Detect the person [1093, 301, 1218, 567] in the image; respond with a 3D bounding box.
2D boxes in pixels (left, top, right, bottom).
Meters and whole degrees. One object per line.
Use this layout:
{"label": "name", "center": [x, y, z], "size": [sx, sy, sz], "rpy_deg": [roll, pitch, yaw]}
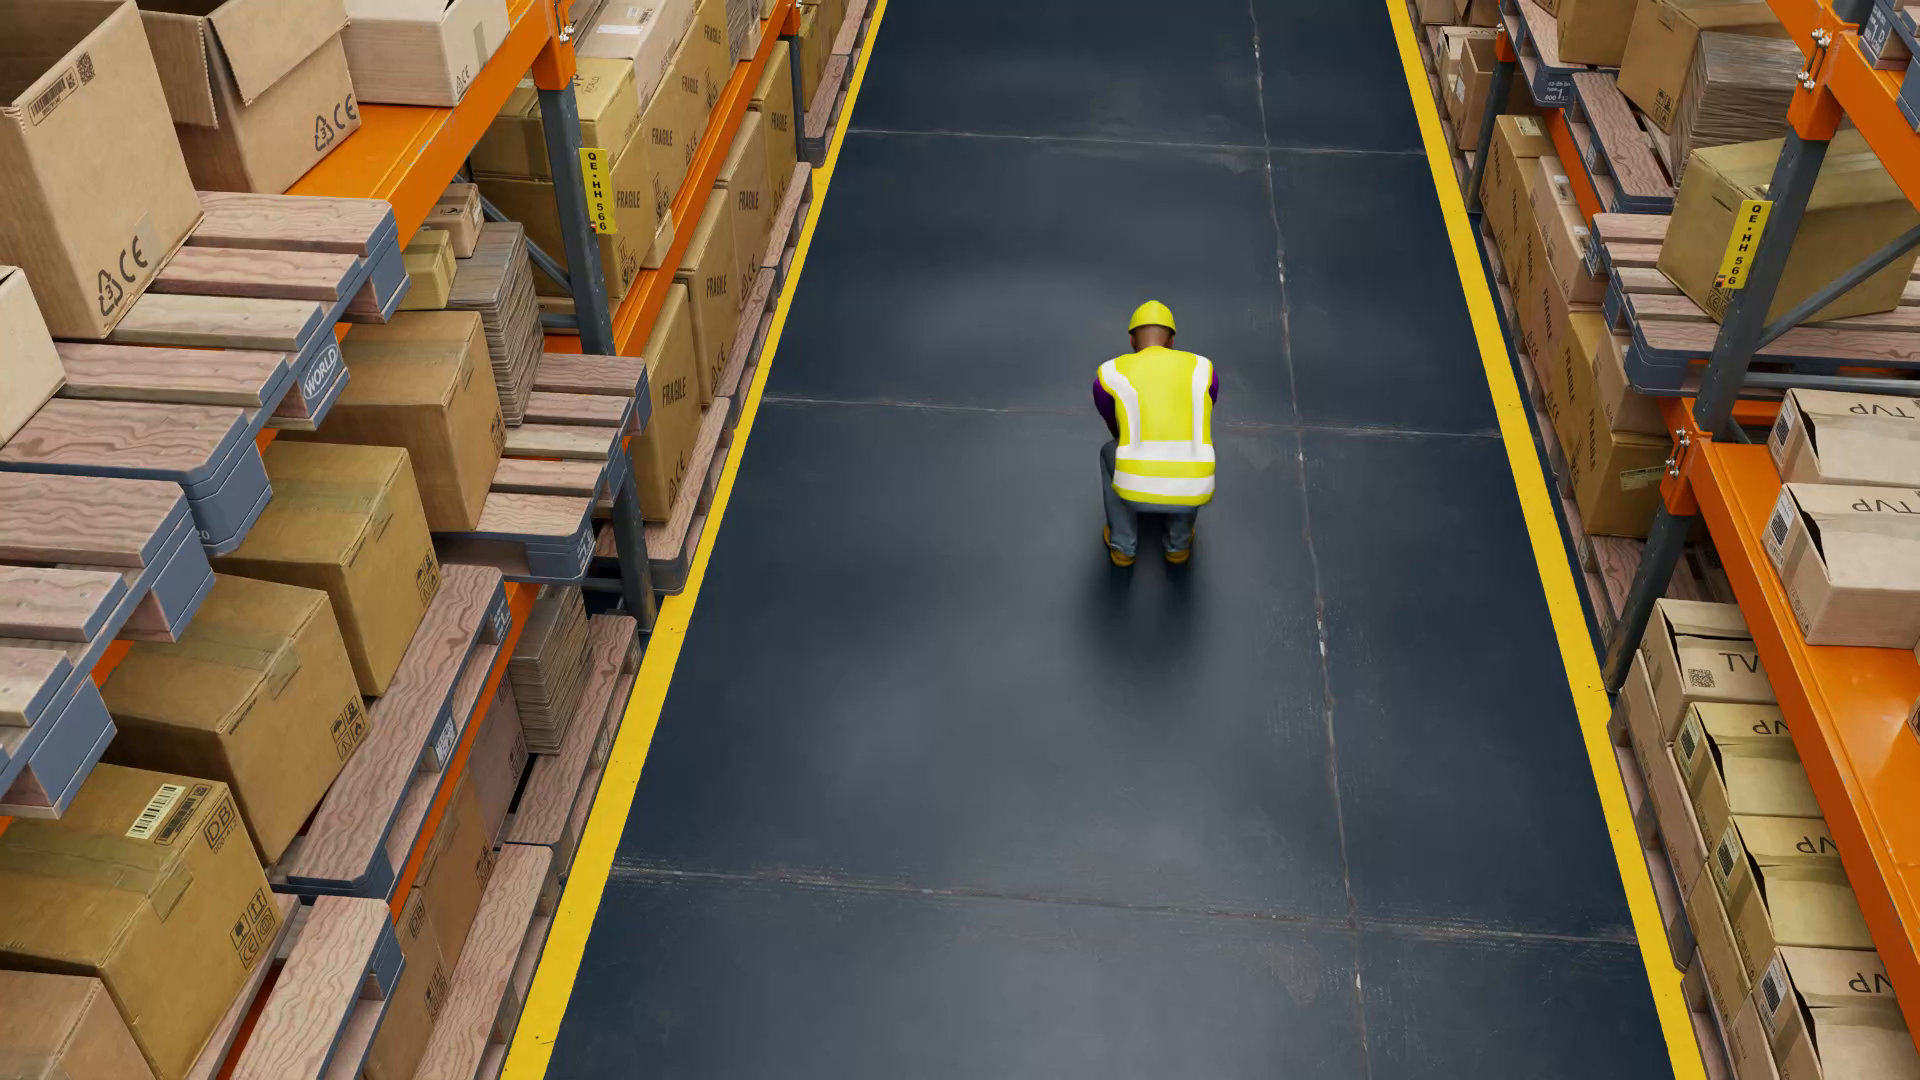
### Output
{"label": "person", "center": [0.840, -0.434, 7.255], "size": [0.540, 1.010, 0.904], "rpy_deg": [2, 40, 3]}
